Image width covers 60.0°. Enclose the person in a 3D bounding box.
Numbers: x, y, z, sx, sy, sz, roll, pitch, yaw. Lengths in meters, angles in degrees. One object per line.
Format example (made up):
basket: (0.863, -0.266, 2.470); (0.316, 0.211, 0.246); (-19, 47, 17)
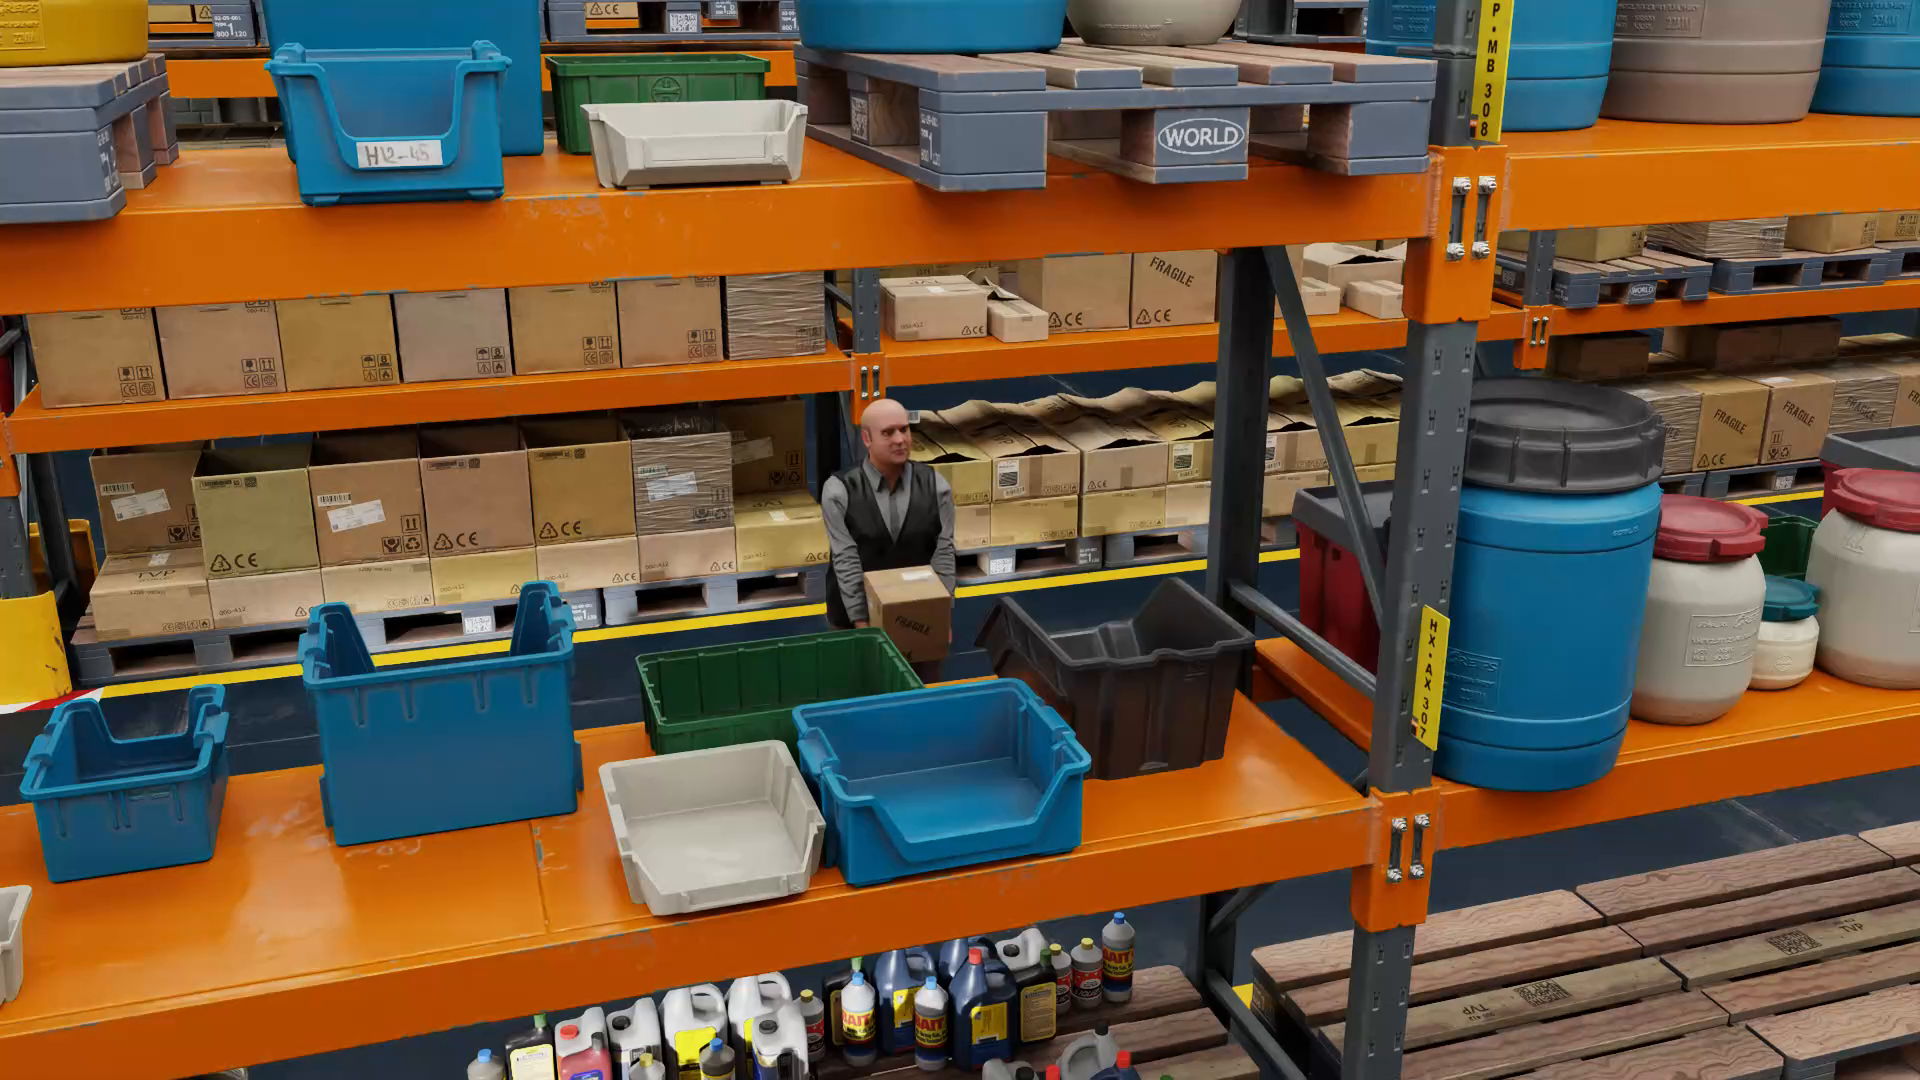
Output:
person: (-0.230, 0.351, 6.097); (0.495, 1.718, 0.555); (-6, 20, -17)
